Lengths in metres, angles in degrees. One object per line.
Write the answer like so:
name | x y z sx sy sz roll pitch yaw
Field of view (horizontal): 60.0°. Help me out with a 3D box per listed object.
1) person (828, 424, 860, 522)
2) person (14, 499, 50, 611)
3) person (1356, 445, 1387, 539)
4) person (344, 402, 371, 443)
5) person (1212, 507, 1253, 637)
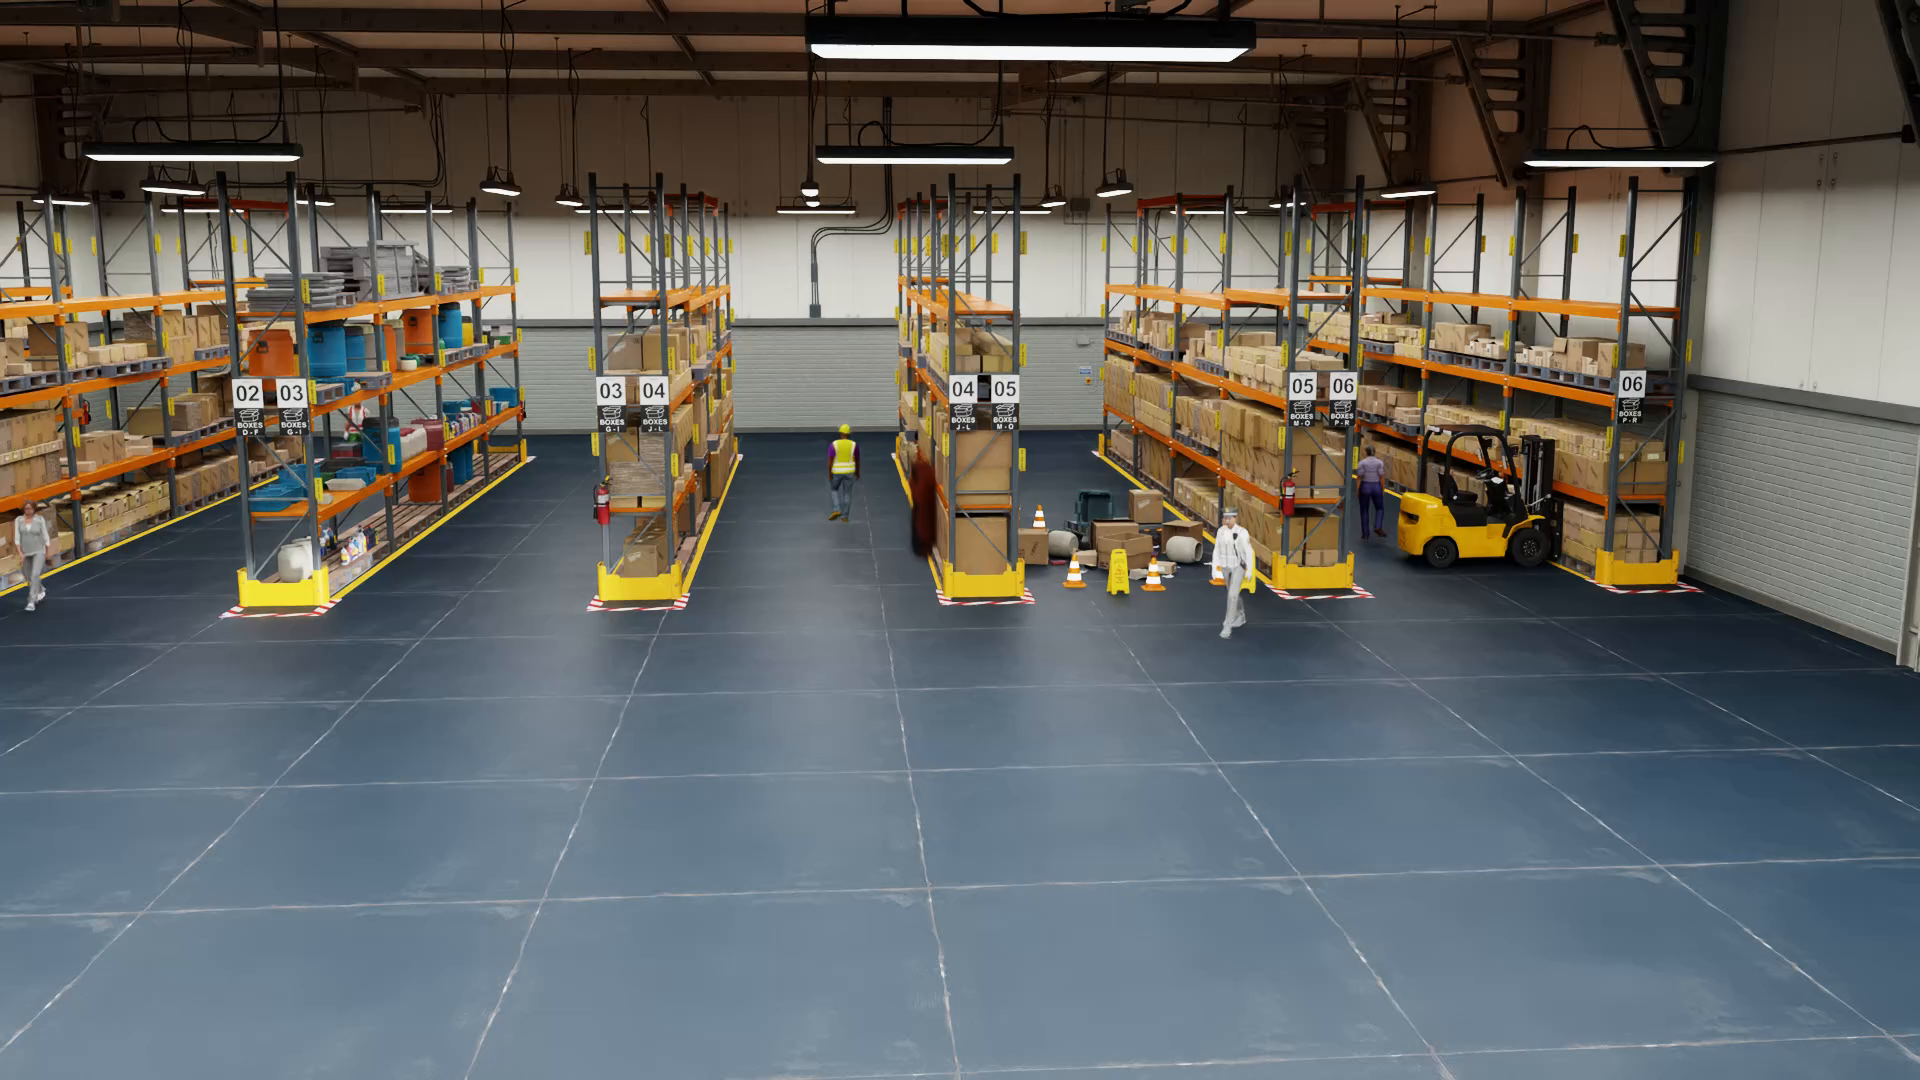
person | -2.094 -1.220 30.037 0.588 1.756 0.456 -1 10 -7
person | -12.953 0.187 23.192 0.398 1.513 0.991 -3 10 -15
person | 7.084 -0.816 28.623 0.544 1.646 0.501 1 10 6
person | -13.403 -2.369 36.948 0.632 1.720 1.050 -2 10 -10
person | 3.536 0.374 21.745 0.511 1.632 0.870 10 14 44
